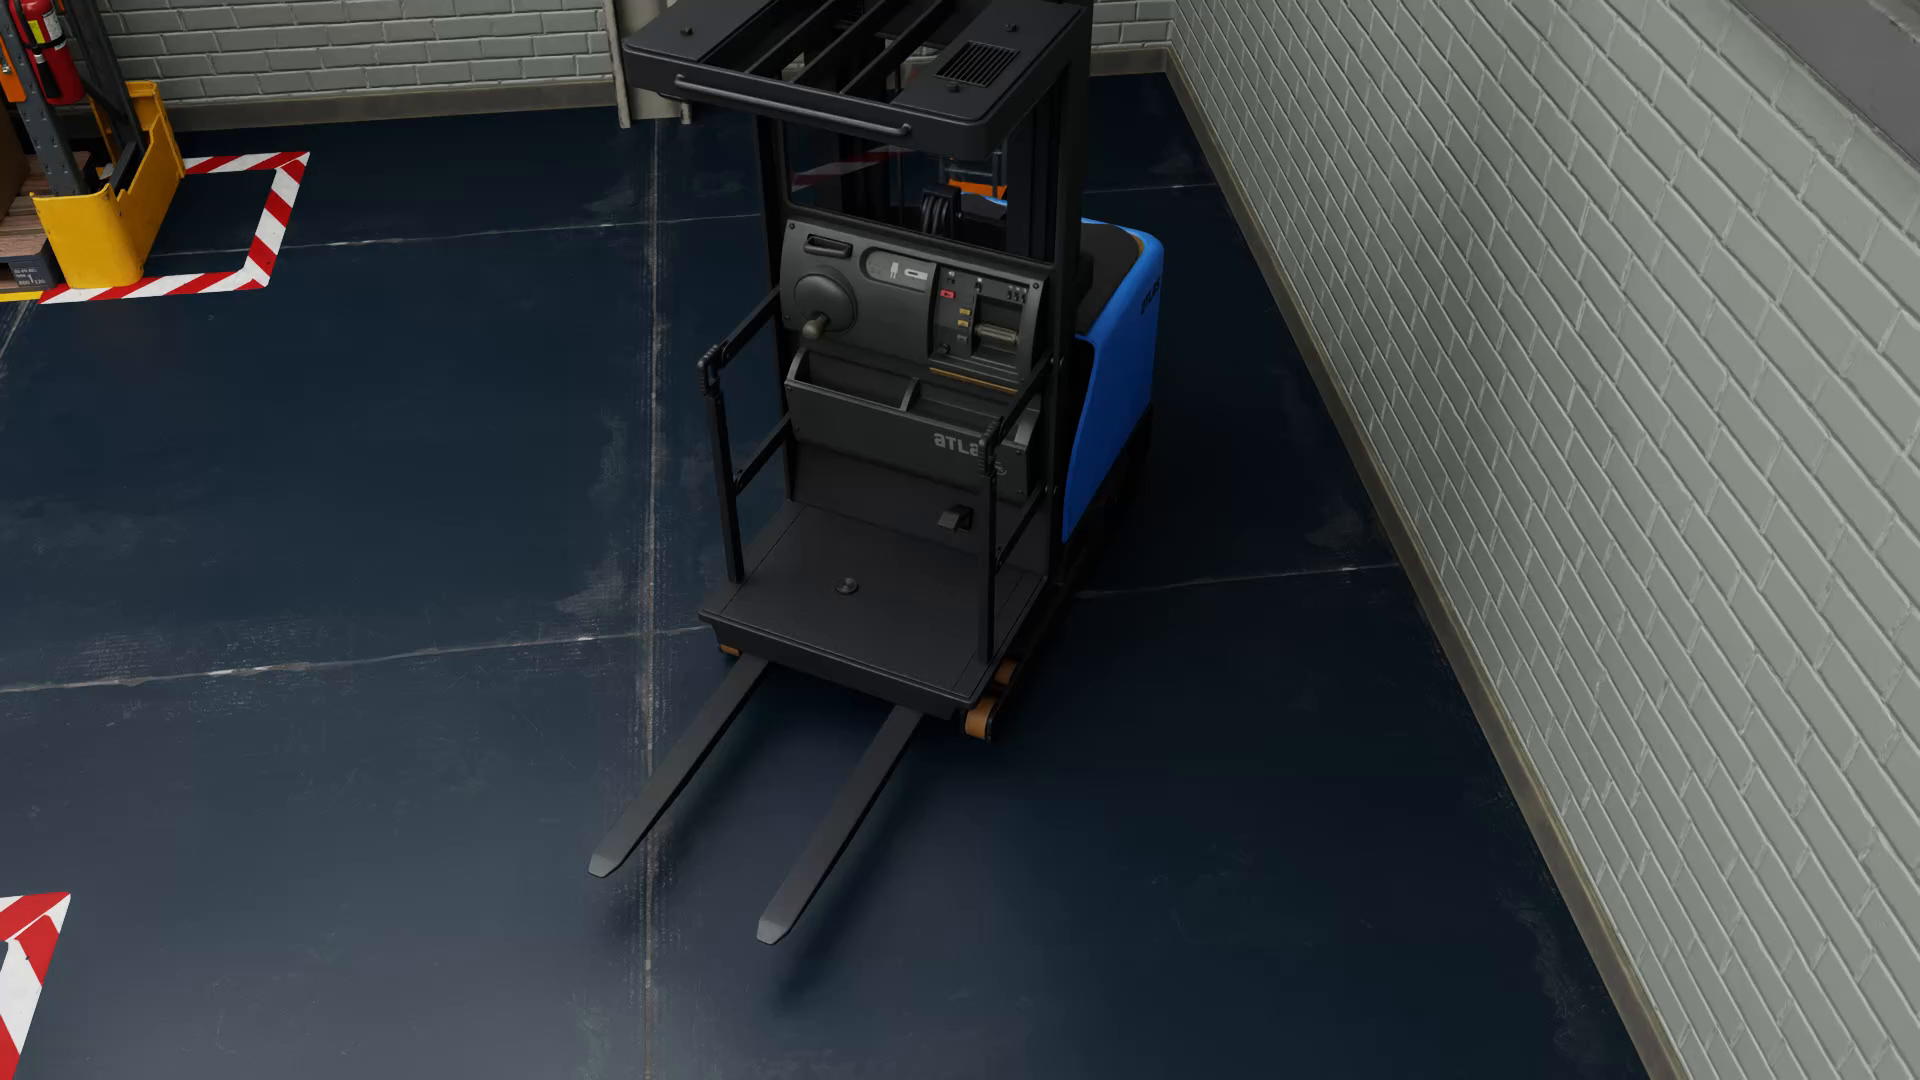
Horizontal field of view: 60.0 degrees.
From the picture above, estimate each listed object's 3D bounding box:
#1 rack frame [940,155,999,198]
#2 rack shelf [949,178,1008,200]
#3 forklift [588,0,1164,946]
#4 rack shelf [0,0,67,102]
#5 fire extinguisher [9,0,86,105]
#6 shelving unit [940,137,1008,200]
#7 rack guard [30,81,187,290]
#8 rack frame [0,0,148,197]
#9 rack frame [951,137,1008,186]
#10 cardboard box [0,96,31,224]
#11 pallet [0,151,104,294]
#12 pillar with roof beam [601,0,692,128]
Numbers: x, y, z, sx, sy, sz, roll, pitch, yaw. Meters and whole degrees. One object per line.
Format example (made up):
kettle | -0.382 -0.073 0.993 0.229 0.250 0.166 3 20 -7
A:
rack frame | 0.038 -1.114 7.090 0.240 1.200 0.006 9 43 10
rack shelf | 0.059 -1.408 6.944 0.258 0.103 0.180 9 43 10
forklift | -0.255 -0.708 5.346 1.130 2.935 3.031 17 45 18
rack shelf | -6.271 -2.289 7.586 4.000 0.370 1.077 -5 42 -6
fire extinguisher | -4.078 -2.269 7.363 0.183 0.674 0.296 -5 42 -6
shelving unit | 0.059 -1.174 7.156 0.258 1.200 0.189 9 43 10
rack guard | -4.264 -1.804 8.377 0.348 0.500 1.175 -5 42 -6
rack frame | -4.288 -2.730 7.537 0.127 3.000 1.000 -5 42 -6
rack frame | 0.080 -1.234 7.222 0.240 1.200 0.006 9 43 10
cardboard box | -4.969 -1.831 8.093 0.500 0.500 0.700 -5 42 -6
pallet | -5.071 -1.573 8.337 1.213 0.211 1.003 -5 42 -6
pillar with roof beam | -1.165 -2.908 3.255 0.400 9.000 9.100 -5 42 -6
